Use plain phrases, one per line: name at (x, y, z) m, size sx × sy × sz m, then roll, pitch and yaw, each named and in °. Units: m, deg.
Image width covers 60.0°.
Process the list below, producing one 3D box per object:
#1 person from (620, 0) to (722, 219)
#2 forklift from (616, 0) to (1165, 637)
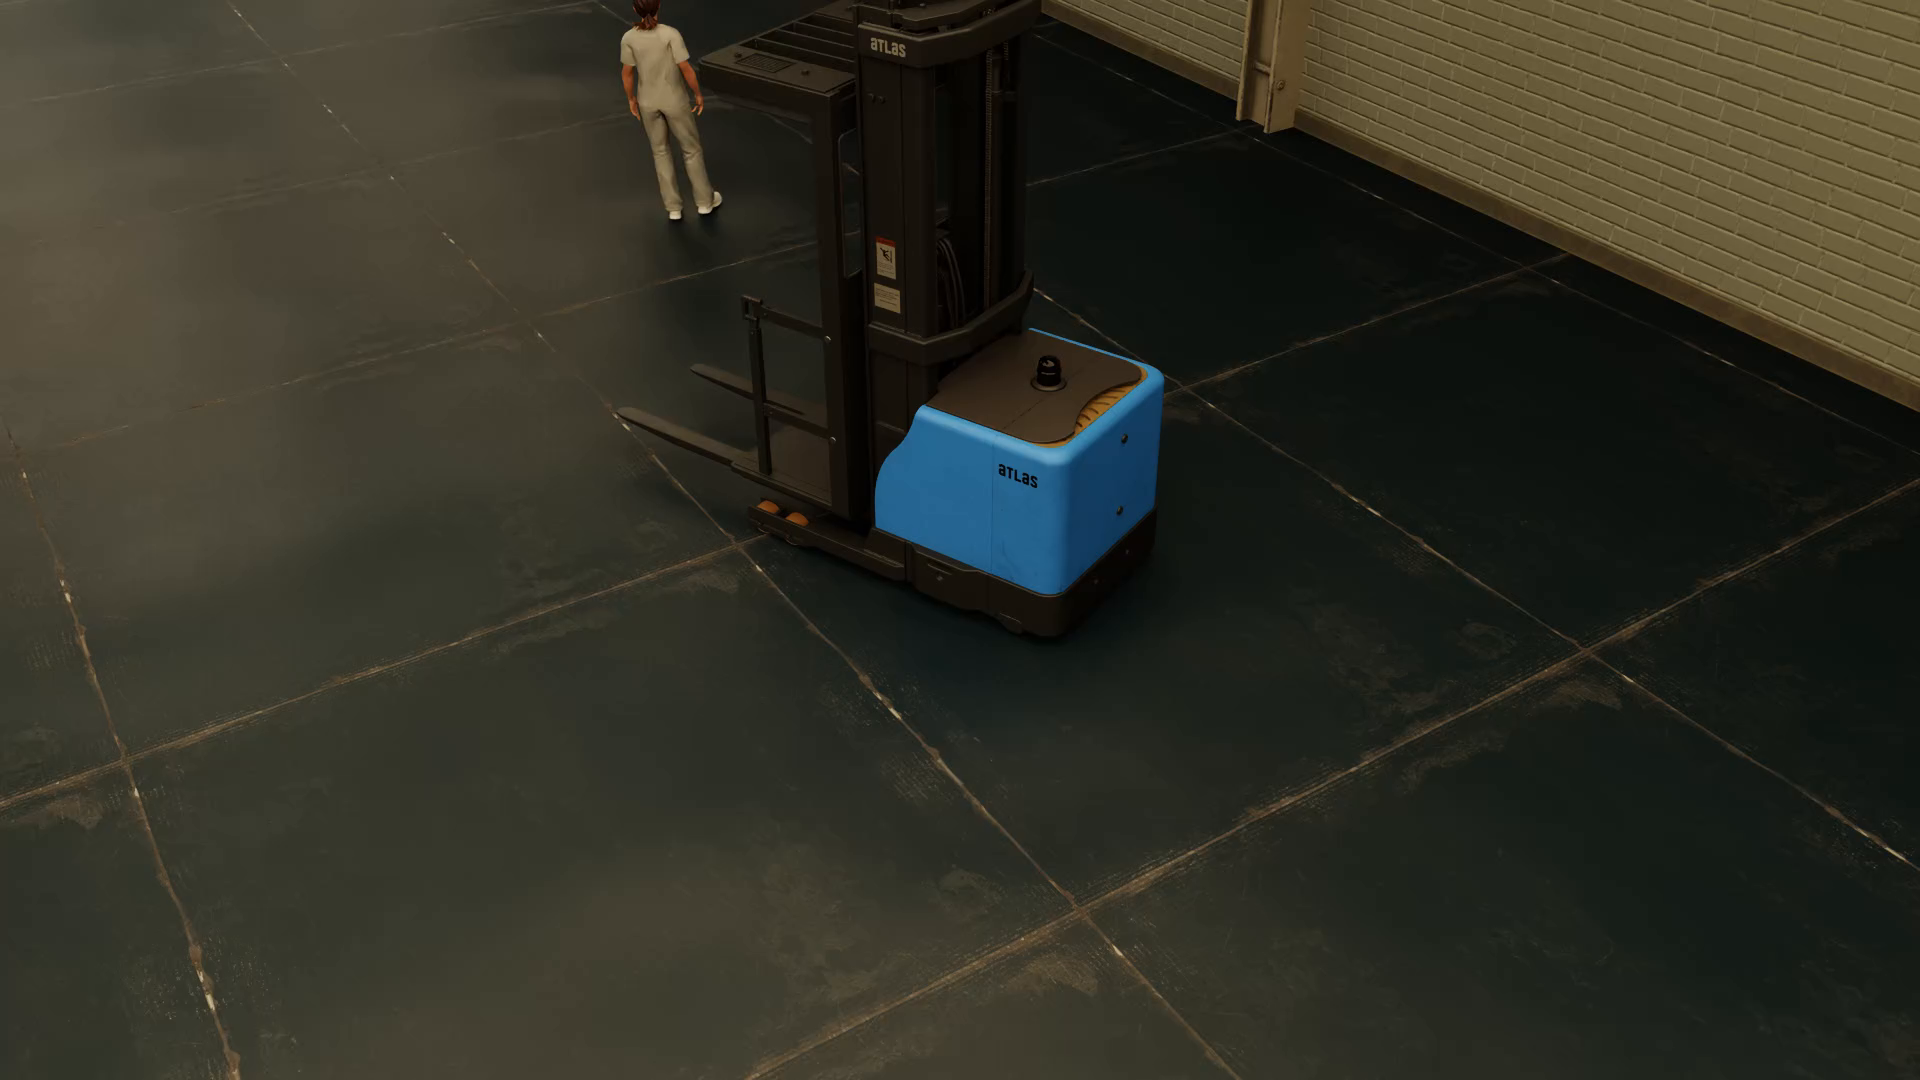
person at (-2.036, -3.052, 11.579) m, size 0.550 × 1.663 × 0.548 m, roll 2°, pitch 35°, yaw 3°
forklift at (-0.500, -1.399, 8.138) m, size 3.031 × 2.935 × 1.130 m, roll 22°, pitch 41°, yaw 28°
